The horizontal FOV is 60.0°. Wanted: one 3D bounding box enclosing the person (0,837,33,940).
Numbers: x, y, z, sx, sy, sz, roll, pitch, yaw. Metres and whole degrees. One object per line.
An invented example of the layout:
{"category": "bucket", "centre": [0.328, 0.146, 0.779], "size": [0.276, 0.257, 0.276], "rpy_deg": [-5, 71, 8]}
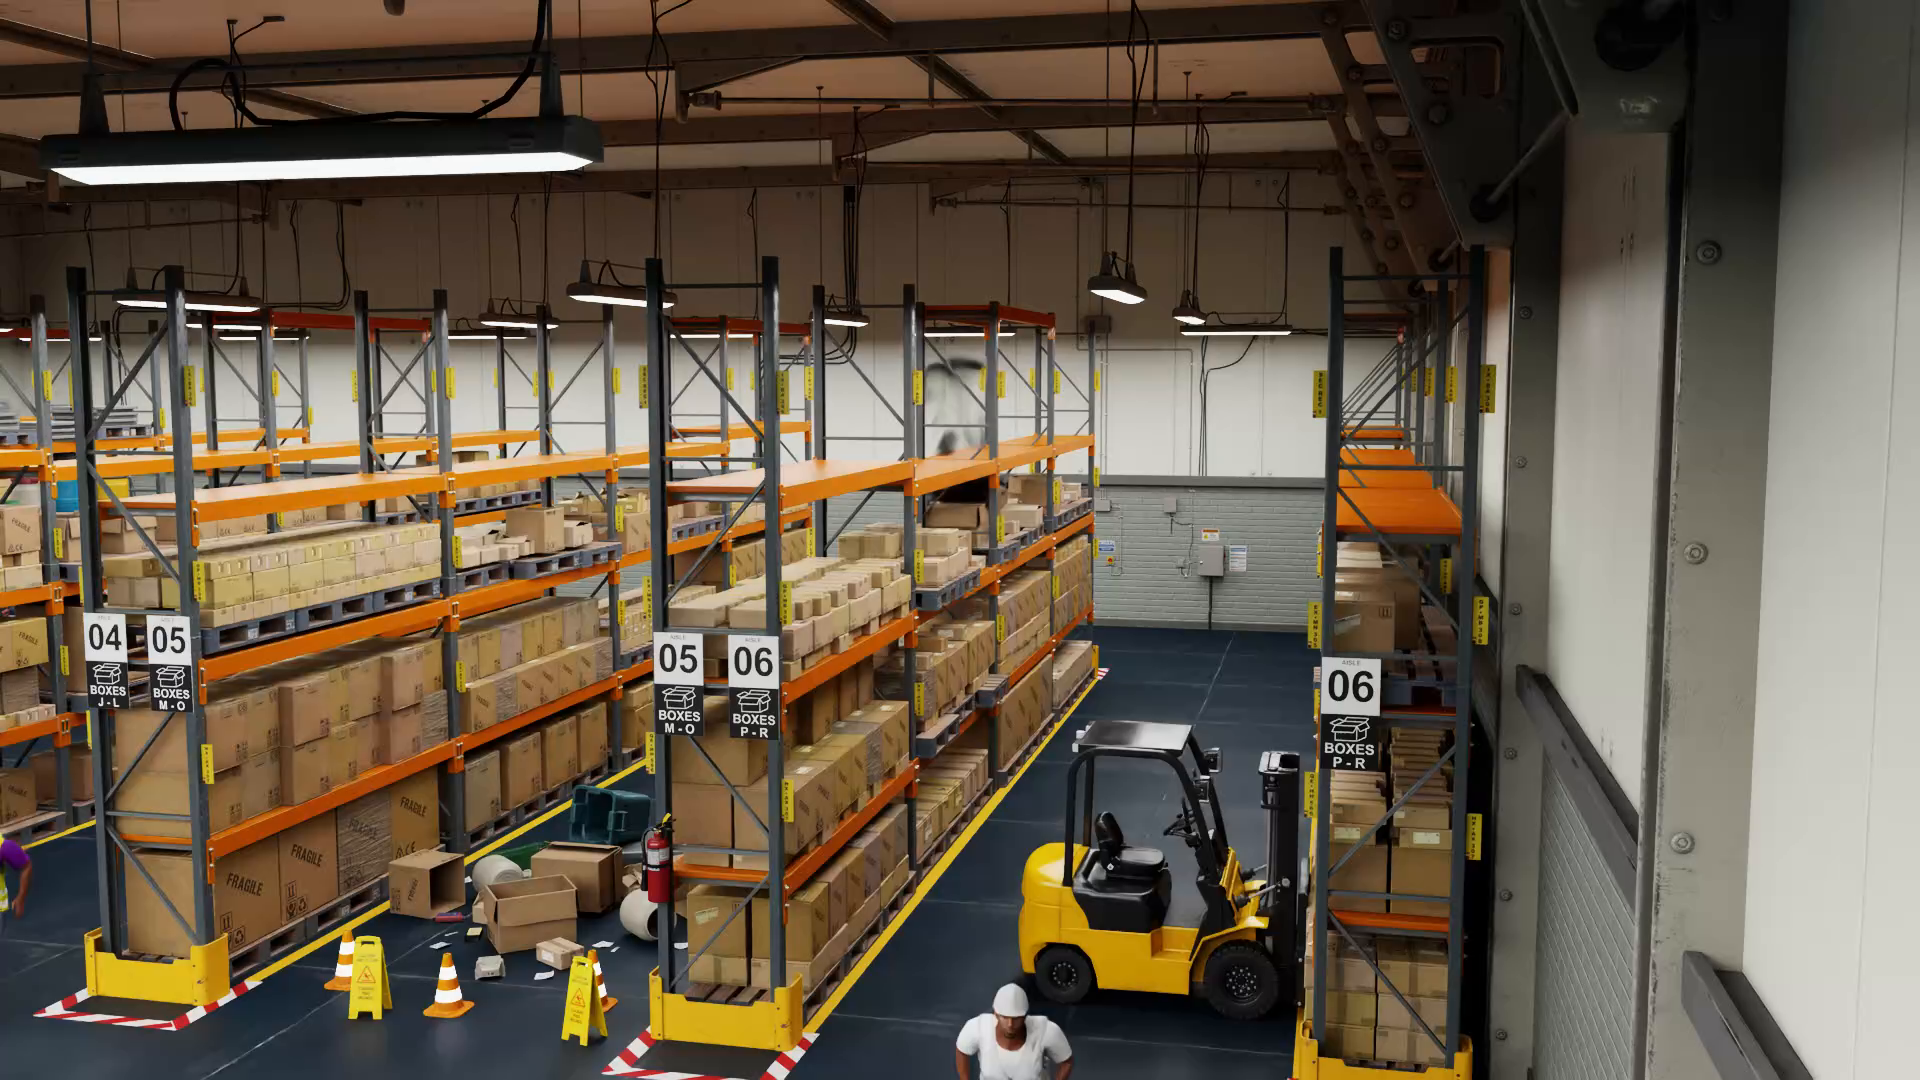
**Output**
{"category": "person", "centre": [-7.810, 2.977, 13.243], "size": [0.739, 1.757, 0.784], "rpy_deg": [-2, 6, -16]}

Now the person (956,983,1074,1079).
{"category": "person", "centre": [0.321, 3.358, 9.826], "size": [0.698, 1.700, 0.881], "rpy_deg": [0, 6, 2]}
